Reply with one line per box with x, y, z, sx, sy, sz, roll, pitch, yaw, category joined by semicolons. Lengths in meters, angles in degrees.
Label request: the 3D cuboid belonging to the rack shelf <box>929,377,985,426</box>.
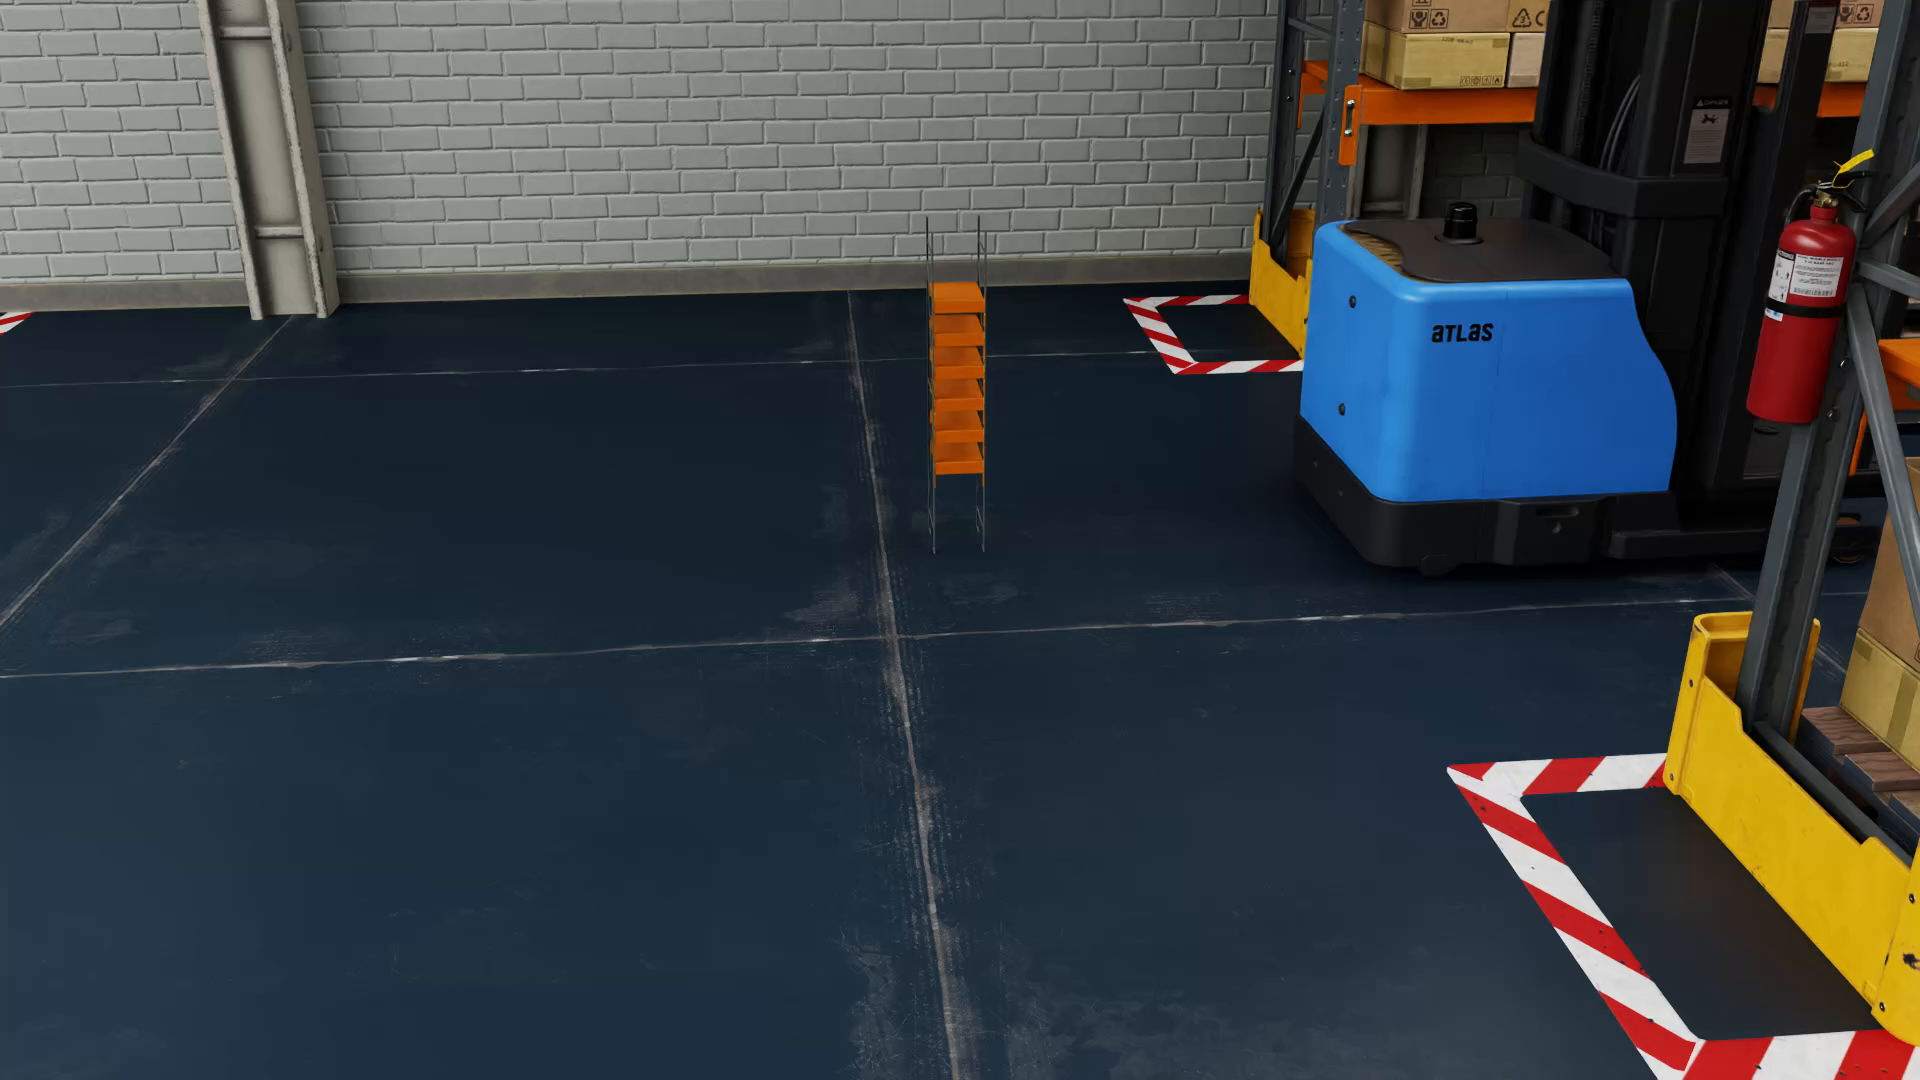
-0.014;-0.507;6.023;0.180;0.103;0.258;-2;24;-5;rack shelf

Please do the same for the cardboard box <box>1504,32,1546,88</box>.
2.780;-2.341;7.983;0.500;0.250;0.500;-3;24;-7;cardboard box

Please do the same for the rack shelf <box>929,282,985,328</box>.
-0.014;-0.836;5.877;0.180;0.103;0.258;-2;24;-5;rack shelf

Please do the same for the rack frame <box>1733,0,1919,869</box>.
2.239;-0.480;3.637;0.127;3.000;1.000;-2;24;-5;rack frame

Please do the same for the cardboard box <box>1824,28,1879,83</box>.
4.292;-2.398;8.113;0.500;0.250;0.500;-2;24;-5;cardboard box

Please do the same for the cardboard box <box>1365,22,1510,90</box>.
2.265;-2.314;7.923;0.500;0.250;0.500;-3;24;-7;cardboard box

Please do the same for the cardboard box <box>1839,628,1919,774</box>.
2.743;0.444;4.427;0.500;0.250;0.500;-2;24;-5;cardboard box

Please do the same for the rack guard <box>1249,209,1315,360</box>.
1.824;-1.343;8.656;0.348;0.500;1.175;-2;24;-5;rack guard

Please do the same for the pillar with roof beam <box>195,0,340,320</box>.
-3.188;-3.622;3.319;0.400;9.000;9.100;-2;24;-5;pillar with roof beam

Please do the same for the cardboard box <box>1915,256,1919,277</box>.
5.199;-1.515;8.912;0.250;0.166;0.380;-5;25;-12;cardboard box

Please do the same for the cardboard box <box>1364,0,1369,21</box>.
2.196;-2.870;8.251;0.500;0.500;0.500;-3;24;-6;cardboard box

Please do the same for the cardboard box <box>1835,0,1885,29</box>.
4.290;-2.743;7.966;0.500;0.500;0.500;-3;24;-7;cardboard box

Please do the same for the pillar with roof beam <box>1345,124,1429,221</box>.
2.783;-3.861;3.858;0.400;9.000;9.100;-2;24;-5;pillar with roof beam

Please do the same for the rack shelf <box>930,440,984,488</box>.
-0.014;-0.288;6.121;0.180;0.103;0.258;-2;24;-5;rack shelf

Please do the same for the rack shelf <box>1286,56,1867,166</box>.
3.738;-2.233;8.467;4.000;0.370;1.077;-2;24;-5;rack shelf

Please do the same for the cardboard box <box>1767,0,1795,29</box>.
3.773;-2.722;7.919;0.500;0.500;0.500;-2;24;-3;cardboard box

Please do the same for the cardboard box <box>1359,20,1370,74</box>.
2.194;-2.520;8.386;0.500;0.250;0.500;-2;24;-4;cardboard box

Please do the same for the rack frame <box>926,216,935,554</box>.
-0.105;-0.544;5.997;0.006;1.200;0.240;-2;24;-5;rack frame

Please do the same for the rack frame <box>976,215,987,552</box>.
0.077;-0.551;6.013;0.006;1.200;0.240;-2;24;-5;rack frame

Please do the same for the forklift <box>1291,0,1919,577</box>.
2.892;-1.455;5.915;3.031;2.935;1.130;-3;24;-6;forklift

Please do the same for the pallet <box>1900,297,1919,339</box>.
5.064;-1.327;8.975;1.213;0.211;1.003;-2;24;-5;pallet

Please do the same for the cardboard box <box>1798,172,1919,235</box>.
4.700;-1.643;8.790;0.500;0.500;0.500;-4;24;-9;cardboard box

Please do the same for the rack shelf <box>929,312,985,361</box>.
-0.014;-0.726;5.926;0.180;0.103;0.258;-2;24;-5;rack shelf

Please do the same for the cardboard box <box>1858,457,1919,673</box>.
2.743;0.100;4.277;0.500;0.500;0.500;-2;24;-5;cardboard box

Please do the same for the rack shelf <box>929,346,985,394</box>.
-0.014;-0.617;5.974;0.180;0.103;0.258;-2;24;-5;rack shelf

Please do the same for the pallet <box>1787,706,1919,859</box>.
2.996;0.747;4.310;1.213;0.211;1.003;-2;24;-5;pallet

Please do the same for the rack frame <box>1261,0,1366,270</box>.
1.748;-2.482;8.142;0.127;3.000;1.000;-2;24;-5;rack frame

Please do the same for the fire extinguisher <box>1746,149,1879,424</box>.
2.075;-0.628;4.065;0.183;0.674;0.296;-2;24;-5;fire extinguisher

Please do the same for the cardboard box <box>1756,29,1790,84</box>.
3.791;-2.378;8.067;0.500;0.250;0.500;-2;24;-5;cardboard box

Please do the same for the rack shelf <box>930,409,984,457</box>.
-0.014;-0.397;6.072;0.180;0.103;0.258;-2;24;-5;rack shelf

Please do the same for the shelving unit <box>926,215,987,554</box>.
-0.014;-0.548;6.005;0.189;1.200;0.258;-2;24;-5;shelving unit

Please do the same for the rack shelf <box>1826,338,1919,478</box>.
4.229;-0.231;3.963;4.000;0.370;1.077;-2;24;-5;rack shelf

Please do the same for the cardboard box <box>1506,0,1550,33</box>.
2.746;-2.679;7.821;0.500;0.500;0.500;-2;24;-5;cardboard box

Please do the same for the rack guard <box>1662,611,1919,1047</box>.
2.215;0.663;4.143;0.348;0.500;1.175;-2;24;-5;rack guard

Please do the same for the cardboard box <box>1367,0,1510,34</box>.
2.253;-2.663;7.785;0.500;0.500;0.500;-2;24;-5;cardboard box
